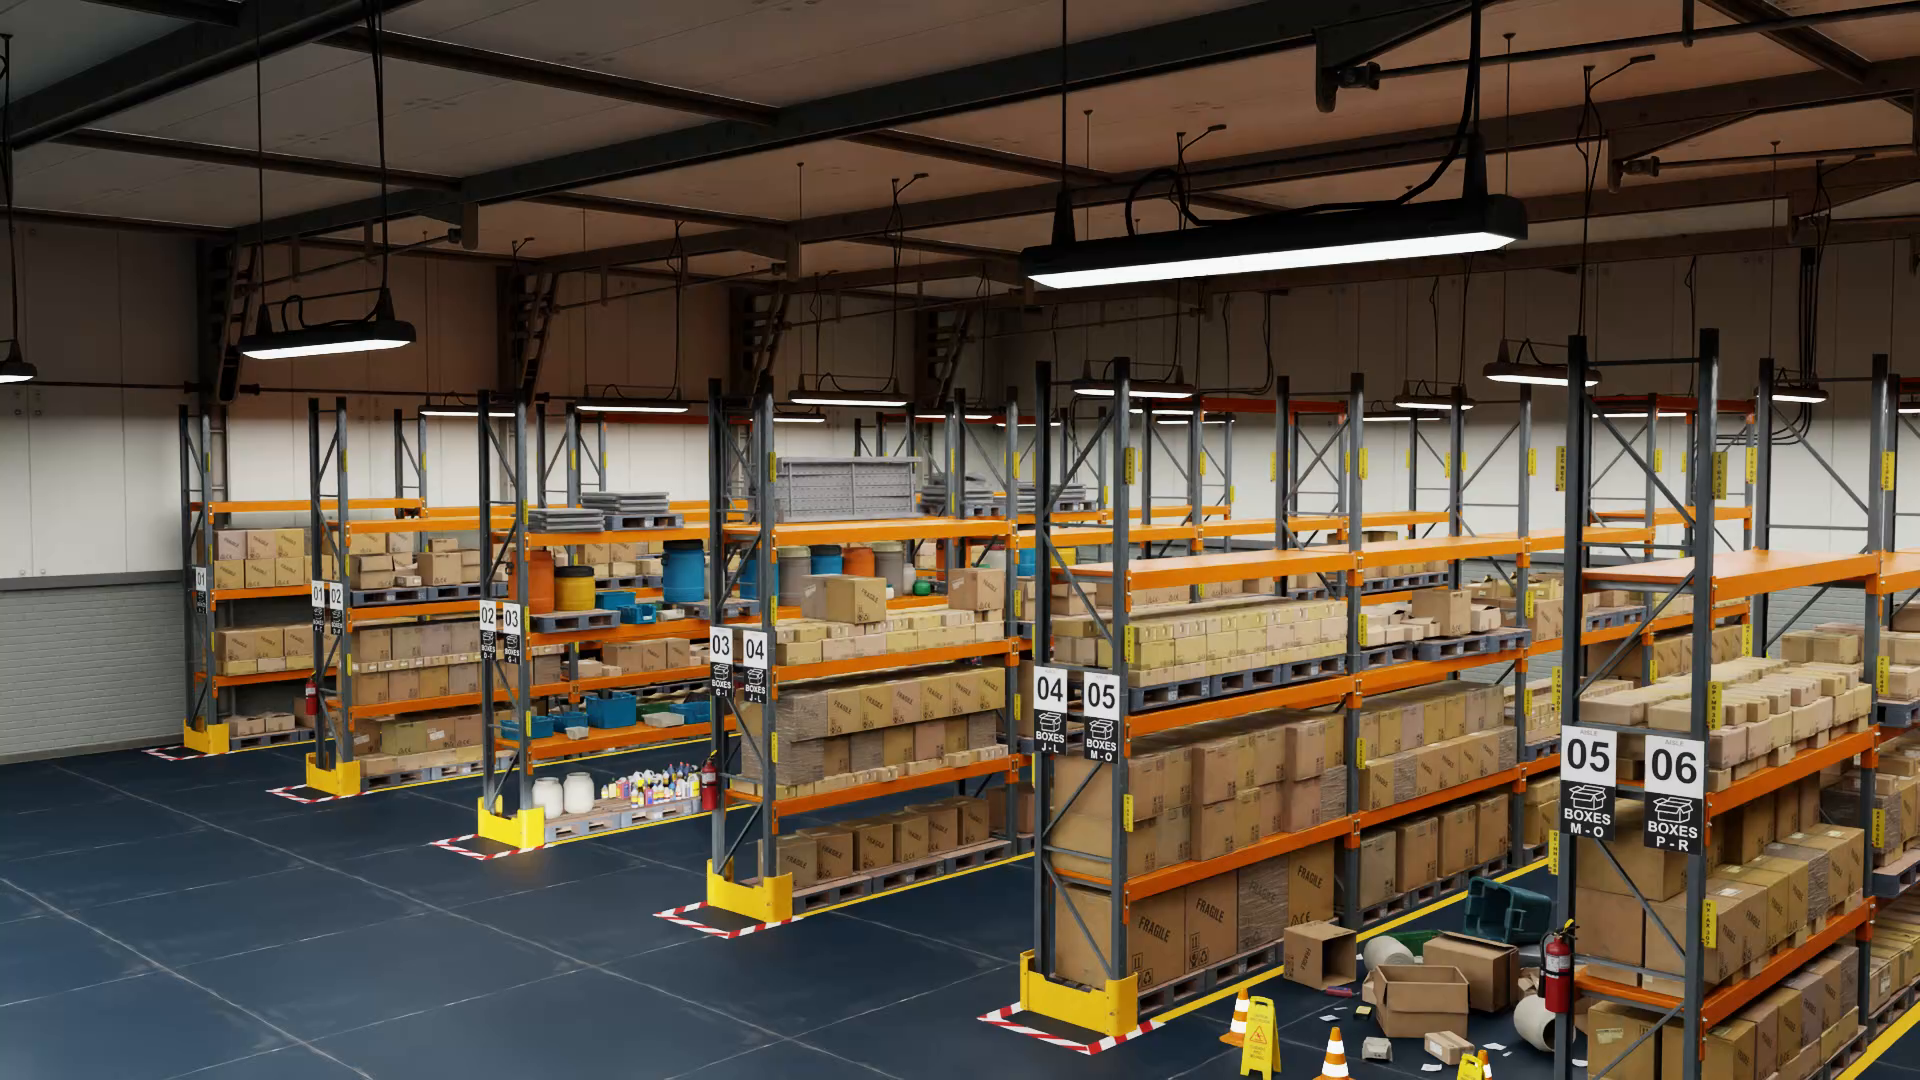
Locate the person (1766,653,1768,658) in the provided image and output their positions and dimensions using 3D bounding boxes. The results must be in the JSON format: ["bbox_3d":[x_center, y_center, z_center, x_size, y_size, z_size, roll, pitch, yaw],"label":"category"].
[{"bbox_3d":[13.884,2.767,28.839,0.619,1.782,0.696,1,3,19],"label":"person"}]

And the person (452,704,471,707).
[{"bbox_3d":[-8.953,2.765,29.698,0.512,1.664,0.826,1,3,16],"label":"person"}]
